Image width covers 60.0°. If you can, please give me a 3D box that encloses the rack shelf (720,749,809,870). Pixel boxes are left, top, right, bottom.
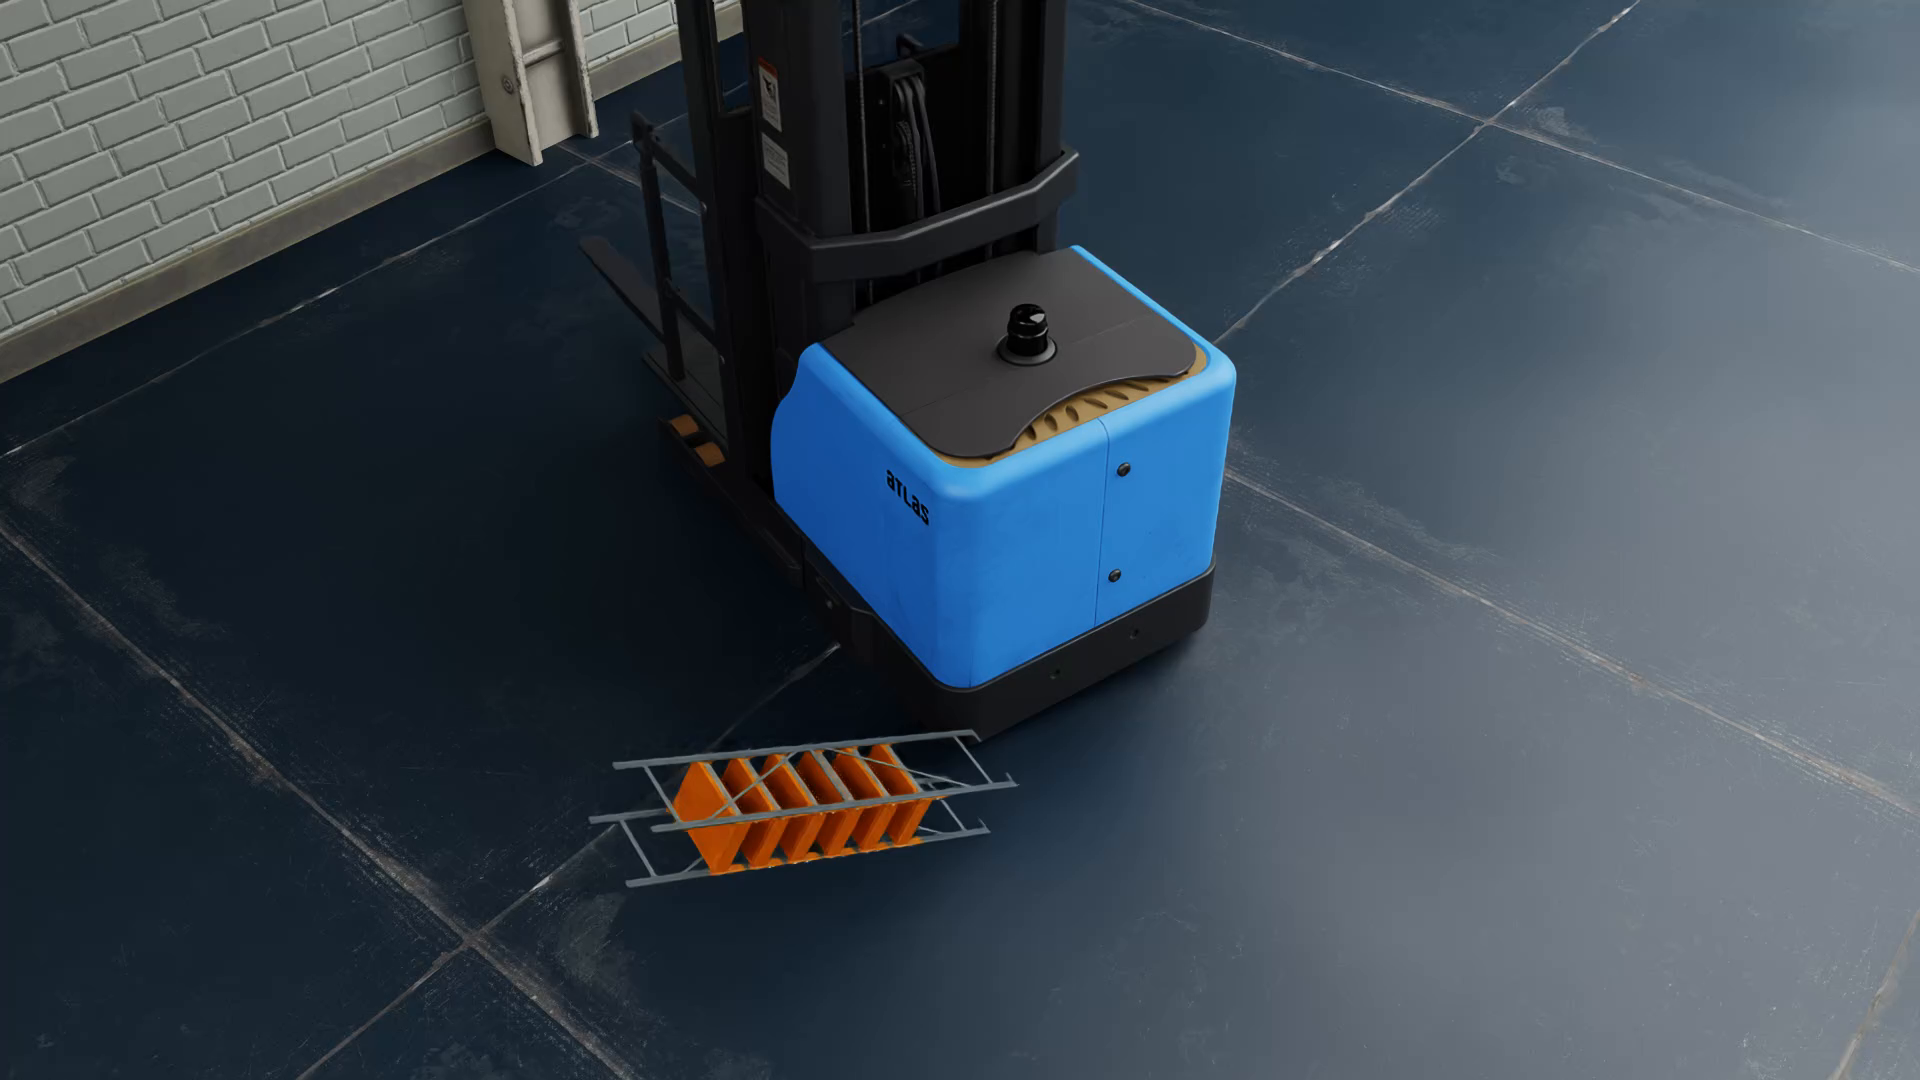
[{"bbox_3d":[-0.525,0.694,4.301,0.103,0.180,0.258,1,37,-43],"label":"rack shelf"}]

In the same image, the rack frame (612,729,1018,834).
[{"bbox_3d":[-0.343,0.622,4.393,1.200,0.006,0.240,1,37,-43],"label":"rack frame"}]

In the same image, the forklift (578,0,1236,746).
[{"bbox_3d":[-0.434,-1.429,5.143,1.130,2.935,3.031,-24,48,-24],"label":"forklift"}]

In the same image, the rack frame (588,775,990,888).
[{"bbox_3d":[-0.419,0.768,4.473,1.200,0.006,0.240,1,37,-43],"label":"rack frame"}]

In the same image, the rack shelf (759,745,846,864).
[{"bbox_3d":[-0.437,0.695,4.382,0.103,0.180,0.258,1,37,-43],"label":"rack shelf"}]

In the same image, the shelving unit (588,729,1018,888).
[{"bbox_3d":[-0.381,0.695,4.433,1.200,0.189,0.258,1,37,-43],"label":"shelving unit"}]

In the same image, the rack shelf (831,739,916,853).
[{"bbox_3d":[-0.260,0.697,4.544,0.103,0.180,0.258,1,37,-43],"label":"rack shelf"}]

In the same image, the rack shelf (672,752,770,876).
[{"bbox_3d":[-0.613,0.693,4.220,0.103,0.180,0.258,1,37,-43],"label":"rack shelf"}]

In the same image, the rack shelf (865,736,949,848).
[{"bbox_3d":[-0.171,0.698,4.625,0.103,0.180,0.258,1,37,-43],"label":"rack shelf"}]

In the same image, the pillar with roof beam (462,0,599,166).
[{"bbox_3d":[1.349,-3.349,2.744,9.100,9.000,0.400,29,50,28],"label":"pillar with roof beam"}]

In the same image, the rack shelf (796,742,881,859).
[{"bbox_3d":[-0.348,0.696,4.463,0.103,0.180,0.258,1,37,-43],"label":"rack shelf"}]
